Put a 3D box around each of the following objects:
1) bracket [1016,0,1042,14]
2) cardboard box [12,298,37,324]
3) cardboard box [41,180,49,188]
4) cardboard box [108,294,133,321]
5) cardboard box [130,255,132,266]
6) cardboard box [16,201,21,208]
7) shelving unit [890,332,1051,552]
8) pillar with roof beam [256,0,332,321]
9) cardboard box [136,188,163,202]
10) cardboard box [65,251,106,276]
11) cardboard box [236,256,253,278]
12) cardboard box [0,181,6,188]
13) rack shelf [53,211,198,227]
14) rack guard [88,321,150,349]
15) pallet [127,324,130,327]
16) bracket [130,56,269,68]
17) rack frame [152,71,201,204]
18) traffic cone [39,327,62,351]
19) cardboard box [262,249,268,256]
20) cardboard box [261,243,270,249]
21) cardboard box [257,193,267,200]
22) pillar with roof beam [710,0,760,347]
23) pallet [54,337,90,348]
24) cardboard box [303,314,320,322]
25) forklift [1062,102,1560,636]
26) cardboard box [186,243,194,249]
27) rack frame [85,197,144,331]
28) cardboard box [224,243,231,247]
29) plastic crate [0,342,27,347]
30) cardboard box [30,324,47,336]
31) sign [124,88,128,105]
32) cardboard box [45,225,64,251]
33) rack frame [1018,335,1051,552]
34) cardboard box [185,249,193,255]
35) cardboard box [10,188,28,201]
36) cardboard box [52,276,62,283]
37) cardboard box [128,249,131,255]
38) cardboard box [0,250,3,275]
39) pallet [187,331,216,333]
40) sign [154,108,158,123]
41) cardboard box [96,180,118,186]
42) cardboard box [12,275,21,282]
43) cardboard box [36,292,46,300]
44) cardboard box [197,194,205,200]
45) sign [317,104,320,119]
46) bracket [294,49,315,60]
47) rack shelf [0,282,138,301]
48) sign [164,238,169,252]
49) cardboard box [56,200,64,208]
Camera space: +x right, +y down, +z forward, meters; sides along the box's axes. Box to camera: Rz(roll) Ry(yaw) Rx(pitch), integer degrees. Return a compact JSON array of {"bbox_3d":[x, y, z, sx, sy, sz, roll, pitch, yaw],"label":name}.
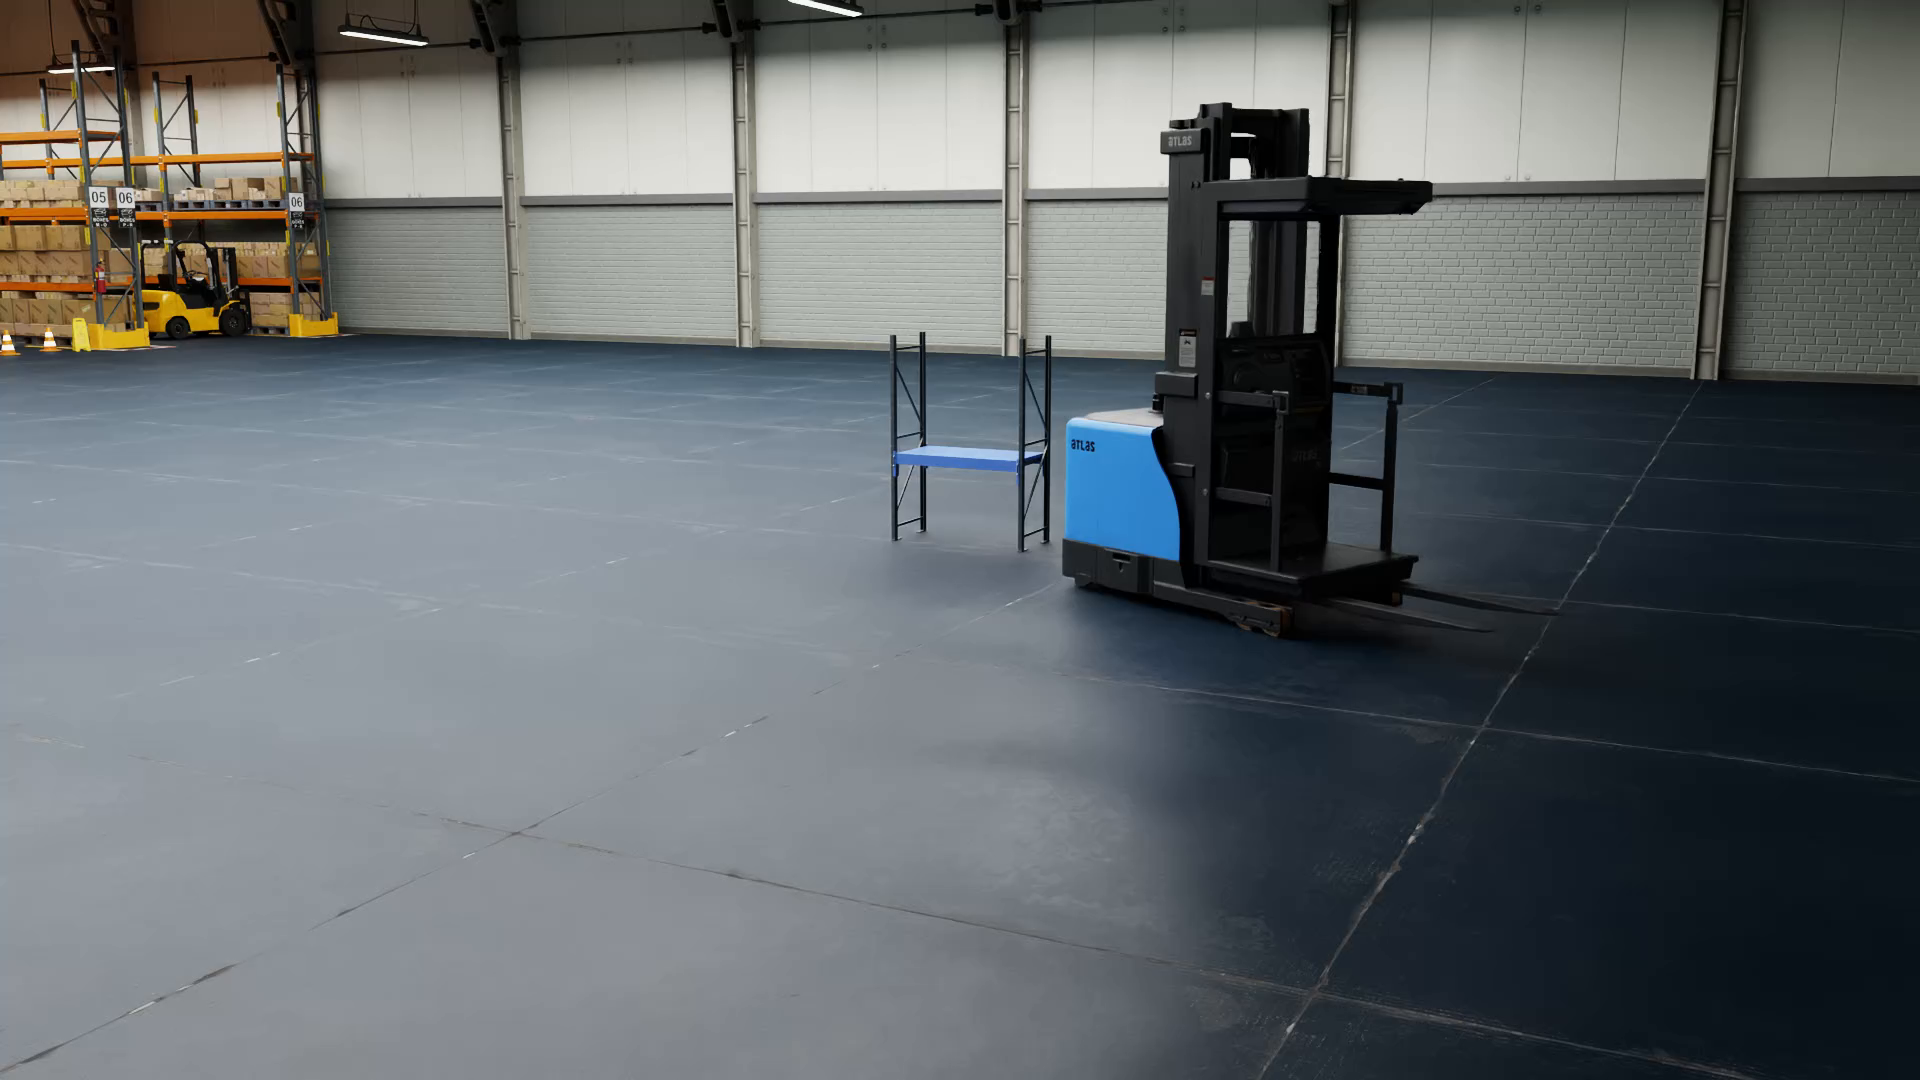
[{"bbox_3d":[1.249,-9.610,29.953,0.430,0.232,0.235,5,11,26],"label":"bracket"},{"bbox_3d":[-19.304,-4.769,34.596,0.500,0.500,0.500,6,12,29],"label":"cardboard box"},{"bbox_3d":[-18.382,-7.219,33.739,0.250,0.149,0.380,5,11,26],"label":"cardboard box"},{"bbox_3d":[-20.310,-5.710,40.844,0.625,0.625,0.875,5,11,23],"label":"cardboard box"},{"bbox_3d":[-19.944,-6.761,40.184,0.500,0.250,0.500,5,12,27],"label":"cardboard box"},{"bbox_3d":[-19.107,-6.885,34.130,0.250,0.149,0.380,5,11,26],"label":"cardboard box"},{"bbox_3d":[0.077,-0.731,12.060,1.048,1.500,0.538,5,11,26],"label":"shelving unit"},{"bbox_3d":[-17.013,-8.659,34.806,0.548,9.000,9.100,5,11,26],"label":"pillar with roof beam"},{"bbox_3d":[-19.227,-8.217,39.577,0.500,0.311,0.500,5,11,24],"label":"cardboard box"},{"bbox_3d":[-17.684,-5.597,33.616,0.500,0.500,0.500,5,11,25],"label":"cardboard box"},{"bbox_3d":[-16.361,-6.324,38.471,0.500,0.500,0.500,5,11,25],"label":"cardboard box"},{"bbox_3d":[-19.577,-7.311,34.247,0.250,0.149,0.380,5,11,24],"label":"cardboard box"},{"bbox_3d":[-20.263,-7.790,40.450,4.000,0.370,1.077,5,11,26],"label":"rack shelf"},{"bbox_3d":[-17.144,-4.179,33.914,0.348,0.500,1.175,5,11,26],"label":"rack guard"},{"bbox_3d":[-21.336,-5.383,41.379,1.213,0.211,1.003,5,11,26],"label":"pallet"},{"bbox_3d":[-17.948,-11.297,39.273,4.783,0.066,0.076,5,11,26],"label":"bracket"},{"bbox_3d":[-18.470,-9.463,39.248,0.127,3.000,1.000,5,11,26],"label":"rack frame"},{"bbox_3d":[-18.032,-3.982,32.933,0.334,0.463,0.336,5,11,26],"label":"traffic cone"},{"bbox_3d":[-15.766,-6.592,38.130,0.250,0.149,0.380,5,12,27],"label":"cardboard box"},{"bbox_3d":[-15.779,-6.736,38.087,0.250,0.149,0.380,5,12,27],"label":"cardboard box"},{"bbox_3d":[-15.760,-7.821,37.842,0.250,0.149,0.380,5,11,24],"label":"cardboard box"},{"bbox_3d":[-6.252,-7.713,29.581,0.548,9.000,9.100,5,11,26],"label":"pillar with roof beam"},{"bbox_3d":[-17.857,-4.106,34.325,1.213,0.211,1.003,5,11,26],"label":"pallet"},{"bbox_3d":[-15.237,-5.119,38.634,0.500,0.250,0.500,5,11,26],"label":"cardboard box"},{"bbox_3d":[1.972,-1.005,9.556,1.130,2.935,3.031,-8,13,-38],"label":"forklift"},{"bbox_3d":[-18.033,-6.950,39.270,0.250,0.149,0.380,5,11,27],"label":"cardboard box"},{"bbox_3d":[-17.076,-5.403,33.659,0.127,3.000,1.000,5,11,26],"label":"rack frame"},{"bbox_3d":[-16.893,-6.847,38.704,0.250,0.149,0.380,5,11,26],"label":"cardboard box"},{"bbox_3d":[-19.618,-4.026,34.253,0.583,0.080,0.402,1,10,6],"label":"plastic crate"},{"bbox_3d":[-18.852,-4.359,34.436,0.500,0.250,0.500,5,11,24],"label":"cardboard box"},{"bbox_3d":[-16.835,-8.940,33.513,0.005,0.325,0.100,5,11,26],"label":"sign"},{"bbox_3d":[-18.081,-6.137,33.791,0.500,0.500,0.700,5,11,26],"label":"cardboard box"},{"bbox_3d":[0.532,-0.691,11.838,0.032,1.500,0.500,5,11,26],"label":"rack frame"},{"bbox_3d":[-18.067,-6.792,39.233,0.250,0.149,0.380,5,12,27],"label":"cardboard box"},{"bbox_3d":[-19.026,-7.068,34.023,0.500,0.250,0.500,5,11,26],"label":"cardboard box"},{"bbox_3d":[-18.247,-5.316,33.883,0.250,0.149,0.380,5,12,27],"label":"cardboard box"},{"bbox_3d":[-19.812,-6.946,40.084,0.250,0.149,0.380,5,11,24],"label":"cardboard box"},{"bbox_3d":[-19.931,-5.798,34.729,0.500,0.500,0.500,5,11,26],"label":"cardboard box"},{"bbox_3d":[-17.775,-5.069,39.647,1.213,0.211,1.003,5,11,26],"label":"pallet"},{"bbox_3d":[-18.699,-9.874,38.674,0.005,0.325,0.100,5,11,26],"label":"sign"},{"bbox_3d":[-17.304,-7.208,33.678,0.250,0.149,0.380,5,11,25],"label":"cardboard box"},{"bbox_3d":[-19.379,-5.416,34.437,0.250,0.149,0.380,5,11,26],"label":"cardboard box"},{"bbox_3d":[-18.728,-5.025,34.189,0.250,0.149,0.380,6,12,28],"label":"cardboard box"},{"bbox_3d":[-17.513,-7.975,38.693,0.250,0.149,0.380,5,12,28],"label":"cardboard box"},{"bbox_3d":[-14.632,-9.773,37.896,0.005,0.325,0.100,5,11,26],"label":"sign"},{"bbox_3d":[-14.893,-11.028,37.790,0.430,0.232,0.235,5,11,26],"label":"bracket"},{"bbox_3d":[-18.869,-5.206,34.593,4.000,0.370,1.077,5,11,26],"label":"rack shelf"},{"bbox_3d":[-18.701,-6.954,39.203,0.005,0.325,0.100,5,11,26],"label":"sign"},{"bbox_3d":[-17.980,-6.779,33.548,0.250,0.149,0.380,5,12,28],"label":"cardboard box"}]
